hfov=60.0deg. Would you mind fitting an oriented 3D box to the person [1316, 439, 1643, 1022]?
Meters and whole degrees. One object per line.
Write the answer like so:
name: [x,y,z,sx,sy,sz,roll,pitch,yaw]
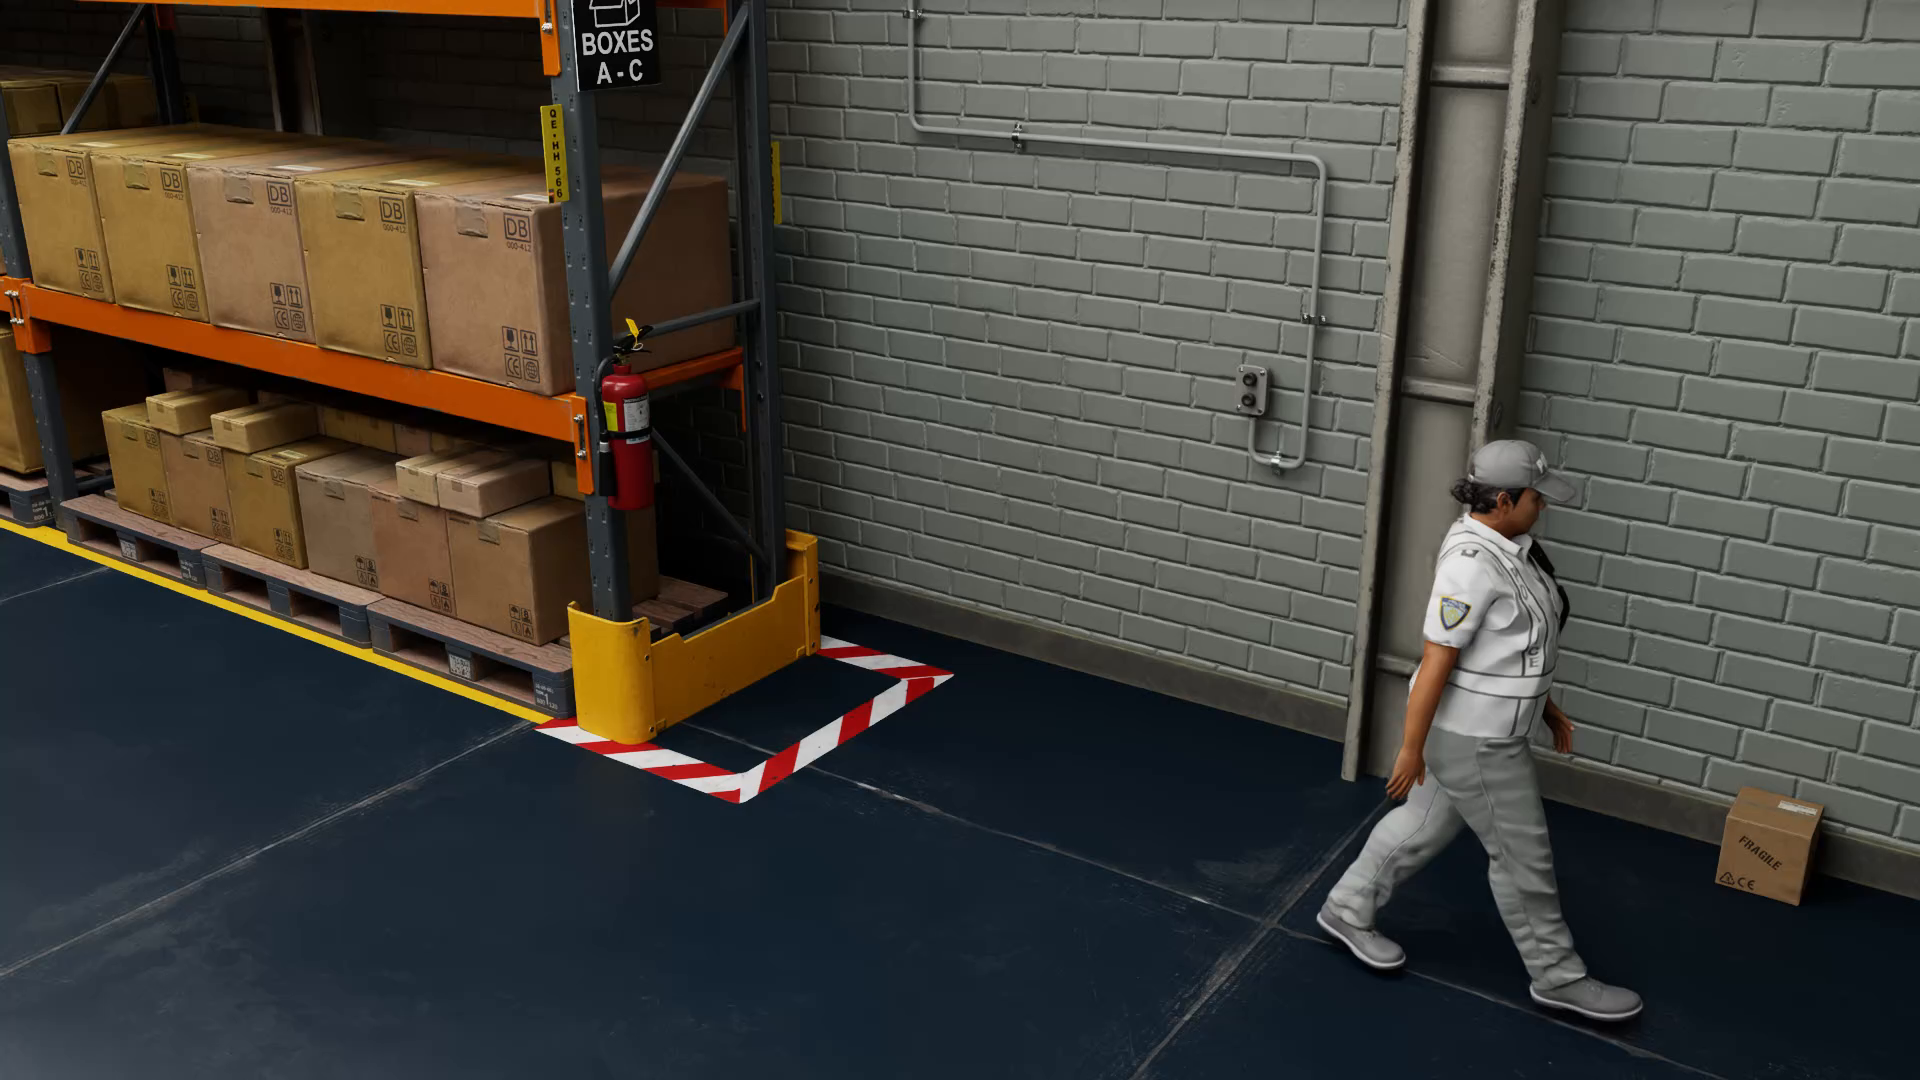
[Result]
person: [1.511,0.517,4.634,0.930,1.607,0.560,8,21,20]
